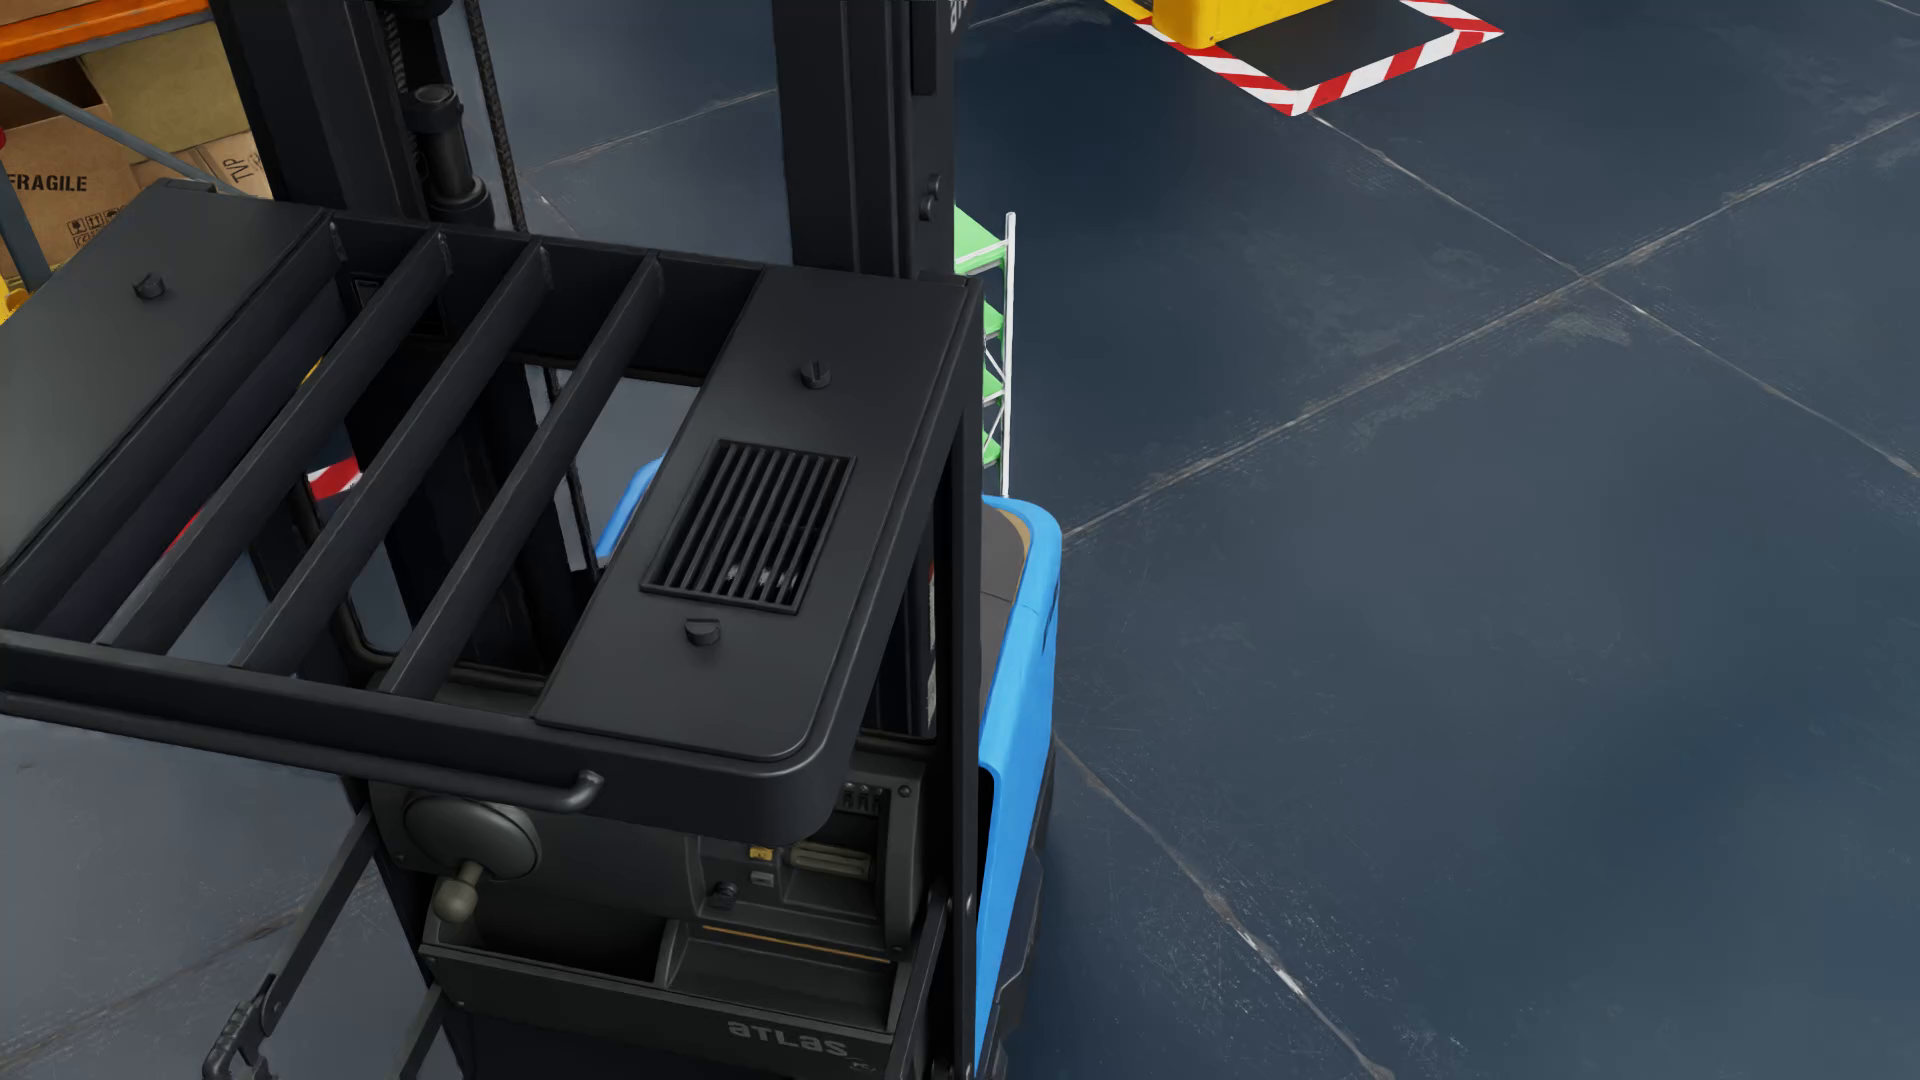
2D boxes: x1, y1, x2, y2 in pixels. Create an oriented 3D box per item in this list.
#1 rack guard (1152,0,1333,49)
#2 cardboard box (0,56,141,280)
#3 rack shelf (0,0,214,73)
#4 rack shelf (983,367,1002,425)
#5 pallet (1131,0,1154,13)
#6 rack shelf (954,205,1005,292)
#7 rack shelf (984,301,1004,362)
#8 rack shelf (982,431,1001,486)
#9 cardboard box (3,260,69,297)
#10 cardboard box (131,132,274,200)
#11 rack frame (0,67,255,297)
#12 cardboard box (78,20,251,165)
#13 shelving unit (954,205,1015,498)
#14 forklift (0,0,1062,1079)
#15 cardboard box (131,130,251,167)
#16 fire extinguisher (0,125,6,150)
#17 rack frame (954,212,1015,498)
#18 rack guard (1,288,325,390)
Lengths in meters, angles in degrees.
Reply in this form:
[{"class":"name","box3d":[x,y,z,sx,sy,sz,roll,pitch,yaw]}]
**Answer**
[{"class":"rack guard","box3d":[1.448,-2.732,7.750,1.175,0.500,0.348,-26,49,-24]},{"class":"cardboard box","box3d":[-3.086,-1.272,5.555,0.500,0.500,0.500,-26,49,-24]},{"class":"rack shelf","box3d":[-3.679,-2.530,6.249,1.077,0.370,4.000,-26,49,-24]},{"class":"rack shelf","box3d":[-0.095,-0.482,4.978,0.258,0.148,0.480,-26,49,-24]},{"class":"pallet","box3d":[0.988,-3.090,8.334,1.003,0.211,1.213,-26,49,-24]},{"class":"rack shelf","box3d":[-0.095,-0.829,4.647,0.258,0.148,0.480,-26,49,-24]},{"class":"rack shelf","box3d":[-0.095,-0.655,4.812,0.258,0.148,0.480,-26,49,-24]},{"class":"rack shelf","box3d":[-0.095,-0.308,5.144,0.258,0.148,0.480,-26,49,-24]},{"class":"cardboard box","box3d":[-3.084,-1.002,5.814,0.500,0.250,0.500,-26,49,-24]},{"class":"cardboard box","box3d":[-2.659,-1.207,6.029,0.500,0.250,0.500,-26,49,-24]},{"class":"rack frame","box3d":[-2.535,-1.658,4.814,1.000,3.000,0.127,-26,49,-24]},{"class":"cardboard box","box3d":[-2.947,-1.760,6.066,0.500,0.500,0.500,-26,49,-24]},{"class":"shelving unit","box3d":[-0.095,-0.528,4.934,0.258,1.200,0.503,-26,49,-24]},{"class":"forklift","box3d":[-0.564,0.561,2.540,1.130,2.935,3.031,8,44,9]},{"class":"cardboard box","box3d":[-2.948,-1.488,6.324,0.500,0.250,0.500,-26,49,-24]},{"class":"fire extinguisher","box3d":[-2.848,-1.379,4.578,0.296,0.674,0.183,-26,49,-24]},{"class":"rack frame","box3d":[0.045,-0.390,4.789,0.240,1.200,0.015,-26,49,-24]},{"class":"rack guard","box3d":[-2.521,-0.740,5.663,1.175,0.500,0.348,-26,49,-24]}]
